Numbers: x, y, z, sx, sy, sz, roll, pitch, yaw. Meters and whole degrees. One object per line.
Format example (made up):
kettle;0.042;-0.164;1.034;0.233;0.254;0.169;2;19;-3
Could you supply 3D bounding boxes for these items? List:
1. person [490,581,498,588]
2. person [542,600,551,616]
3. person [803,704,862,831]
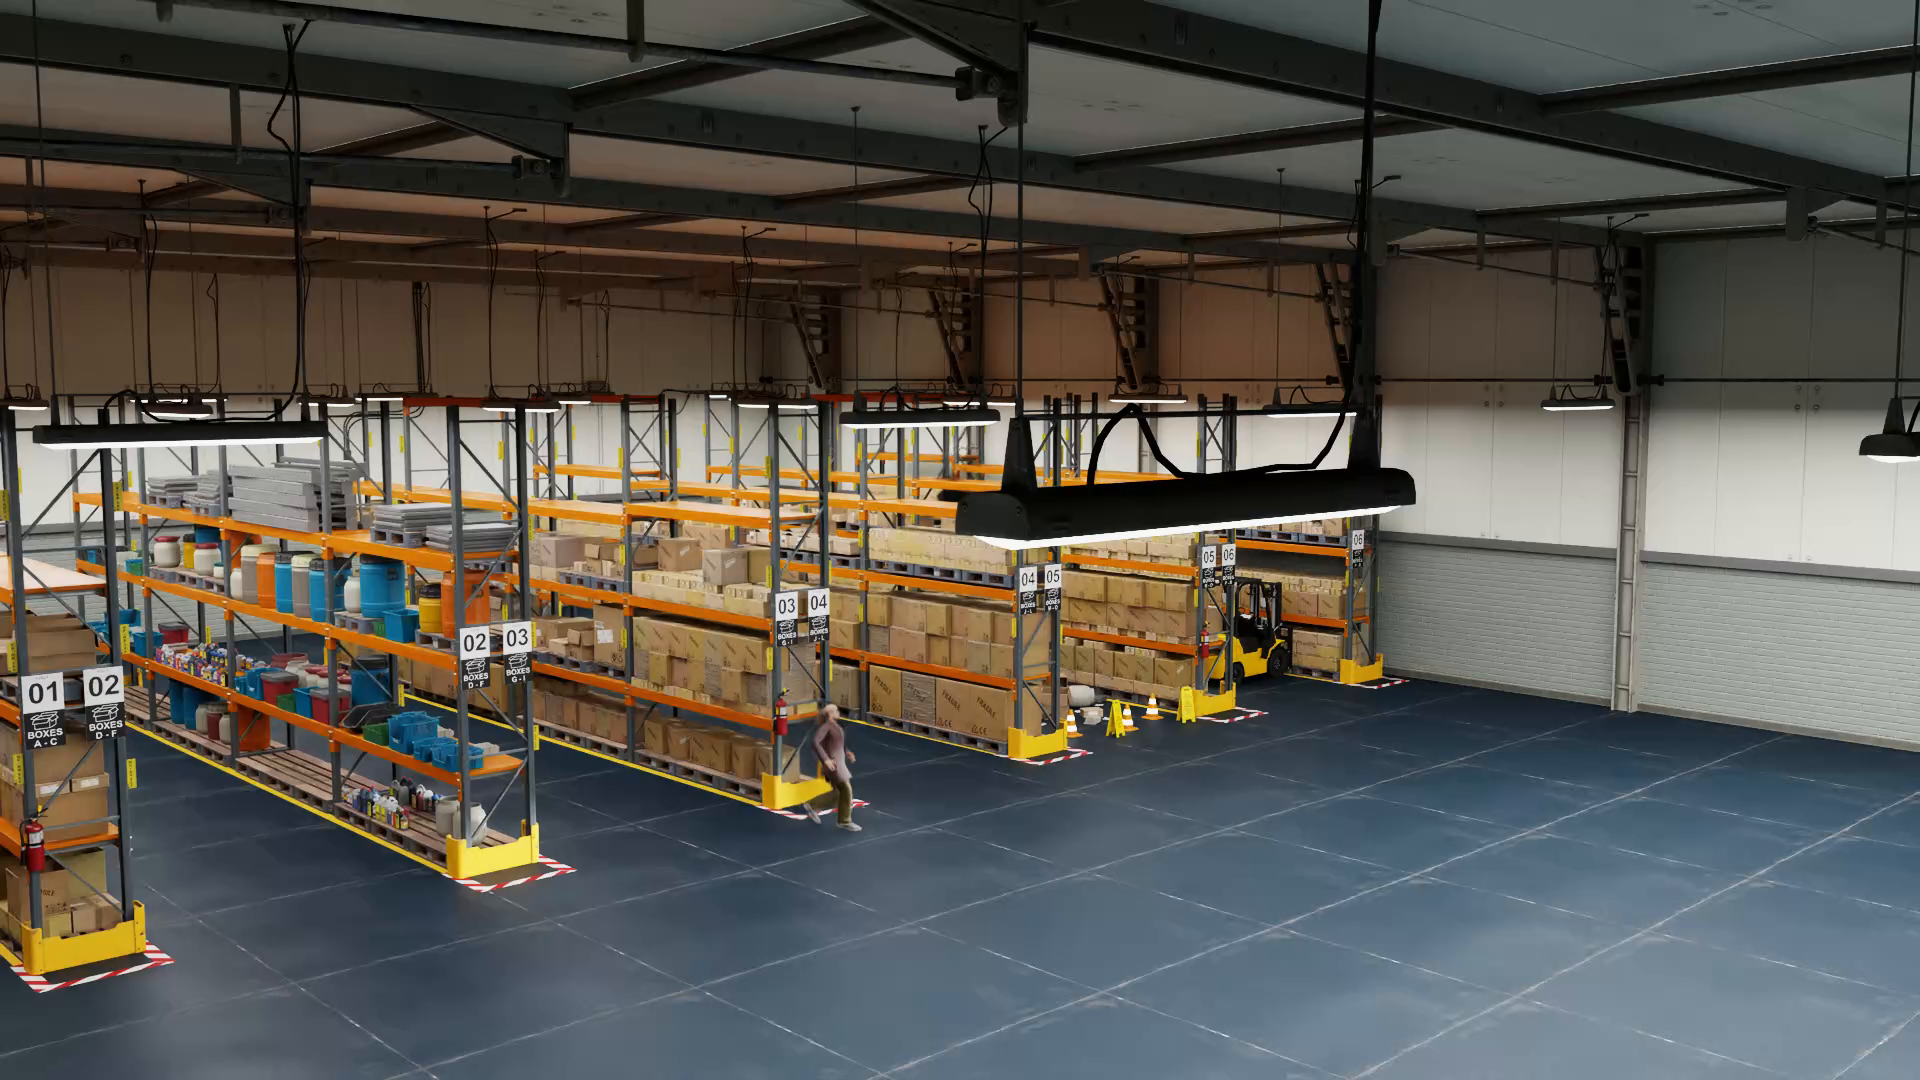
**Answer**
person;-11.009;1.760;38.963;0.617;1.601;0.599;0;6;2
person;-10.144;1.541;41.195;0.507;1.668;0.964;-1;6;-10
person;-1.791;3.202;23.489;0.854;1.765;0.740;1;6;8
